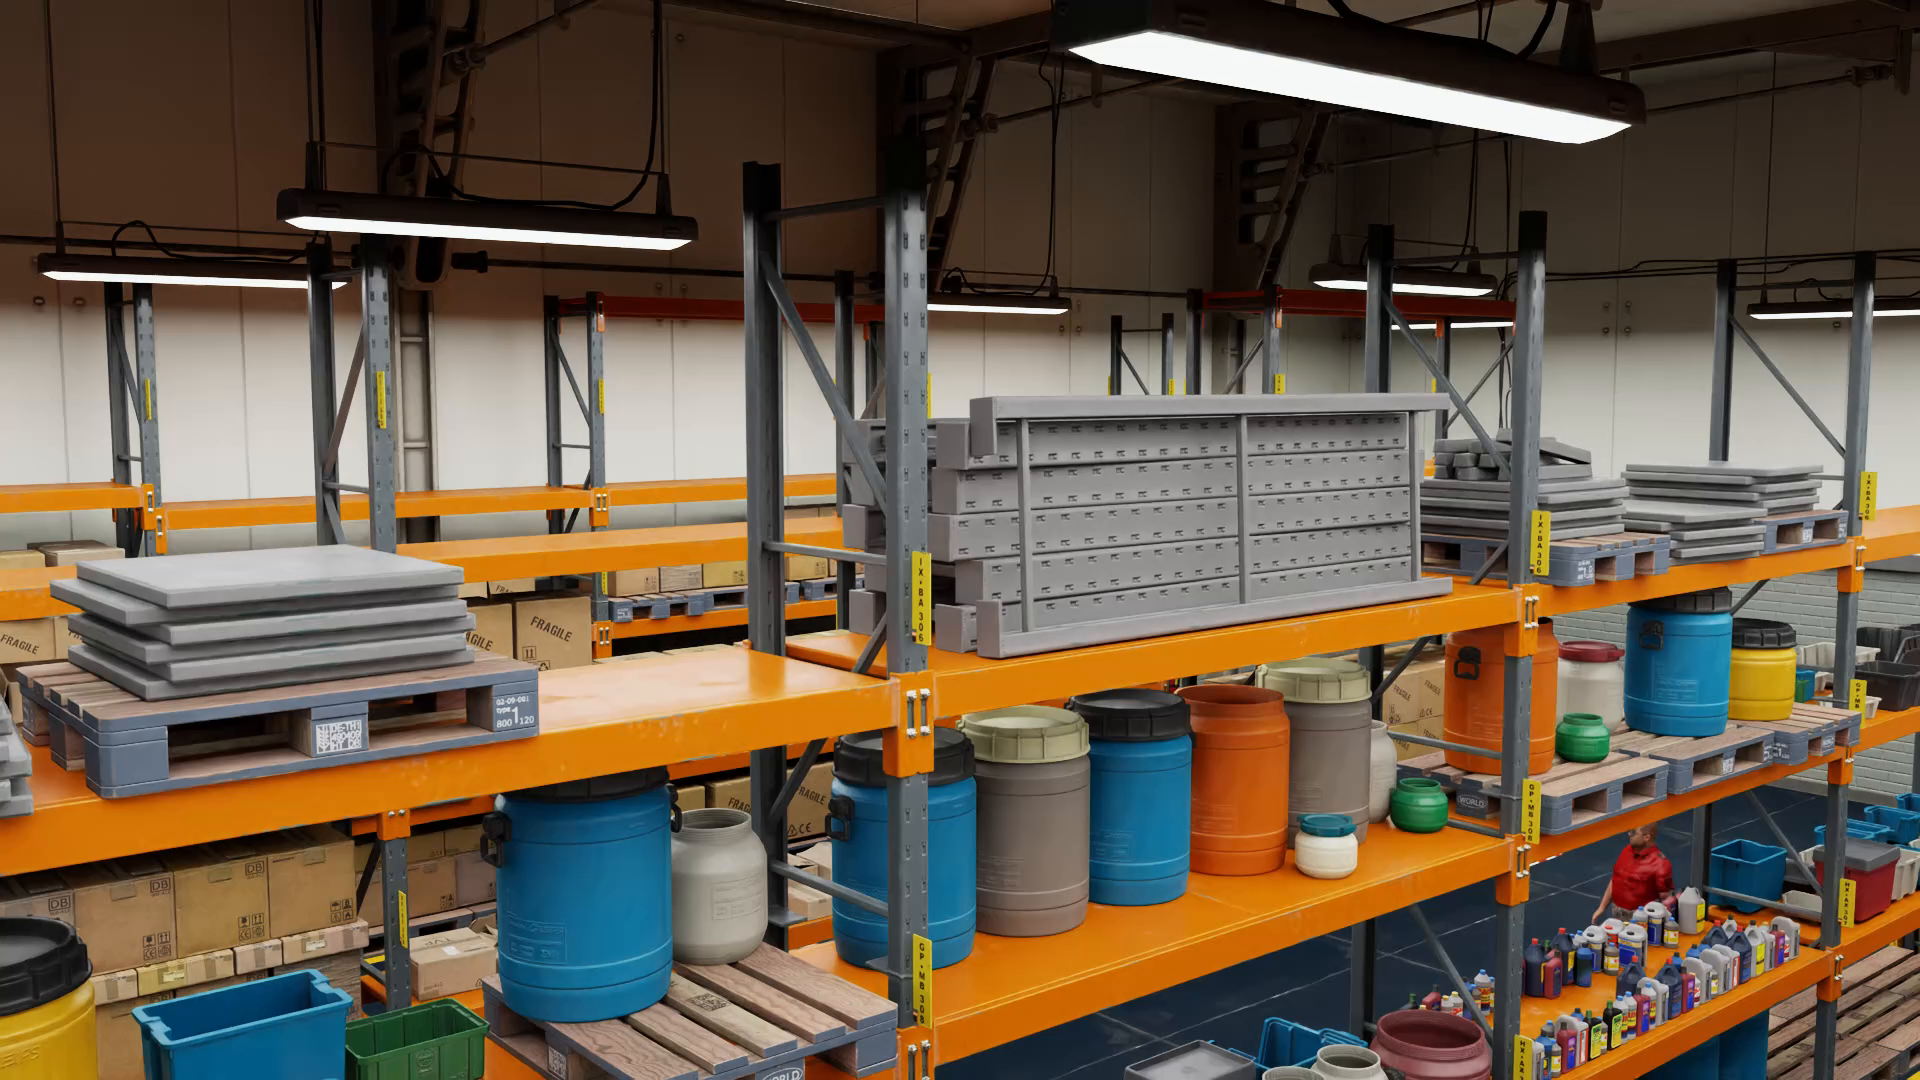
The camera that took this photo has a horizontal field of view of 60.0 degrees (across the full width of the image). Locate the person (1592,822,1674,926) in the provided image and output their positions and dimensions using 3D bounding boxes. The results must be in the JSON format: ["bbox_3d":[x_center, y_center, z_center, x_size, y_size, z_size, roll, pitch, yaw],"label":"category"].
[{"bbox_3d":[5.317,3.035,13.235,1.007,1.665,0.641,-2,6,-23],"label":"person"}]
